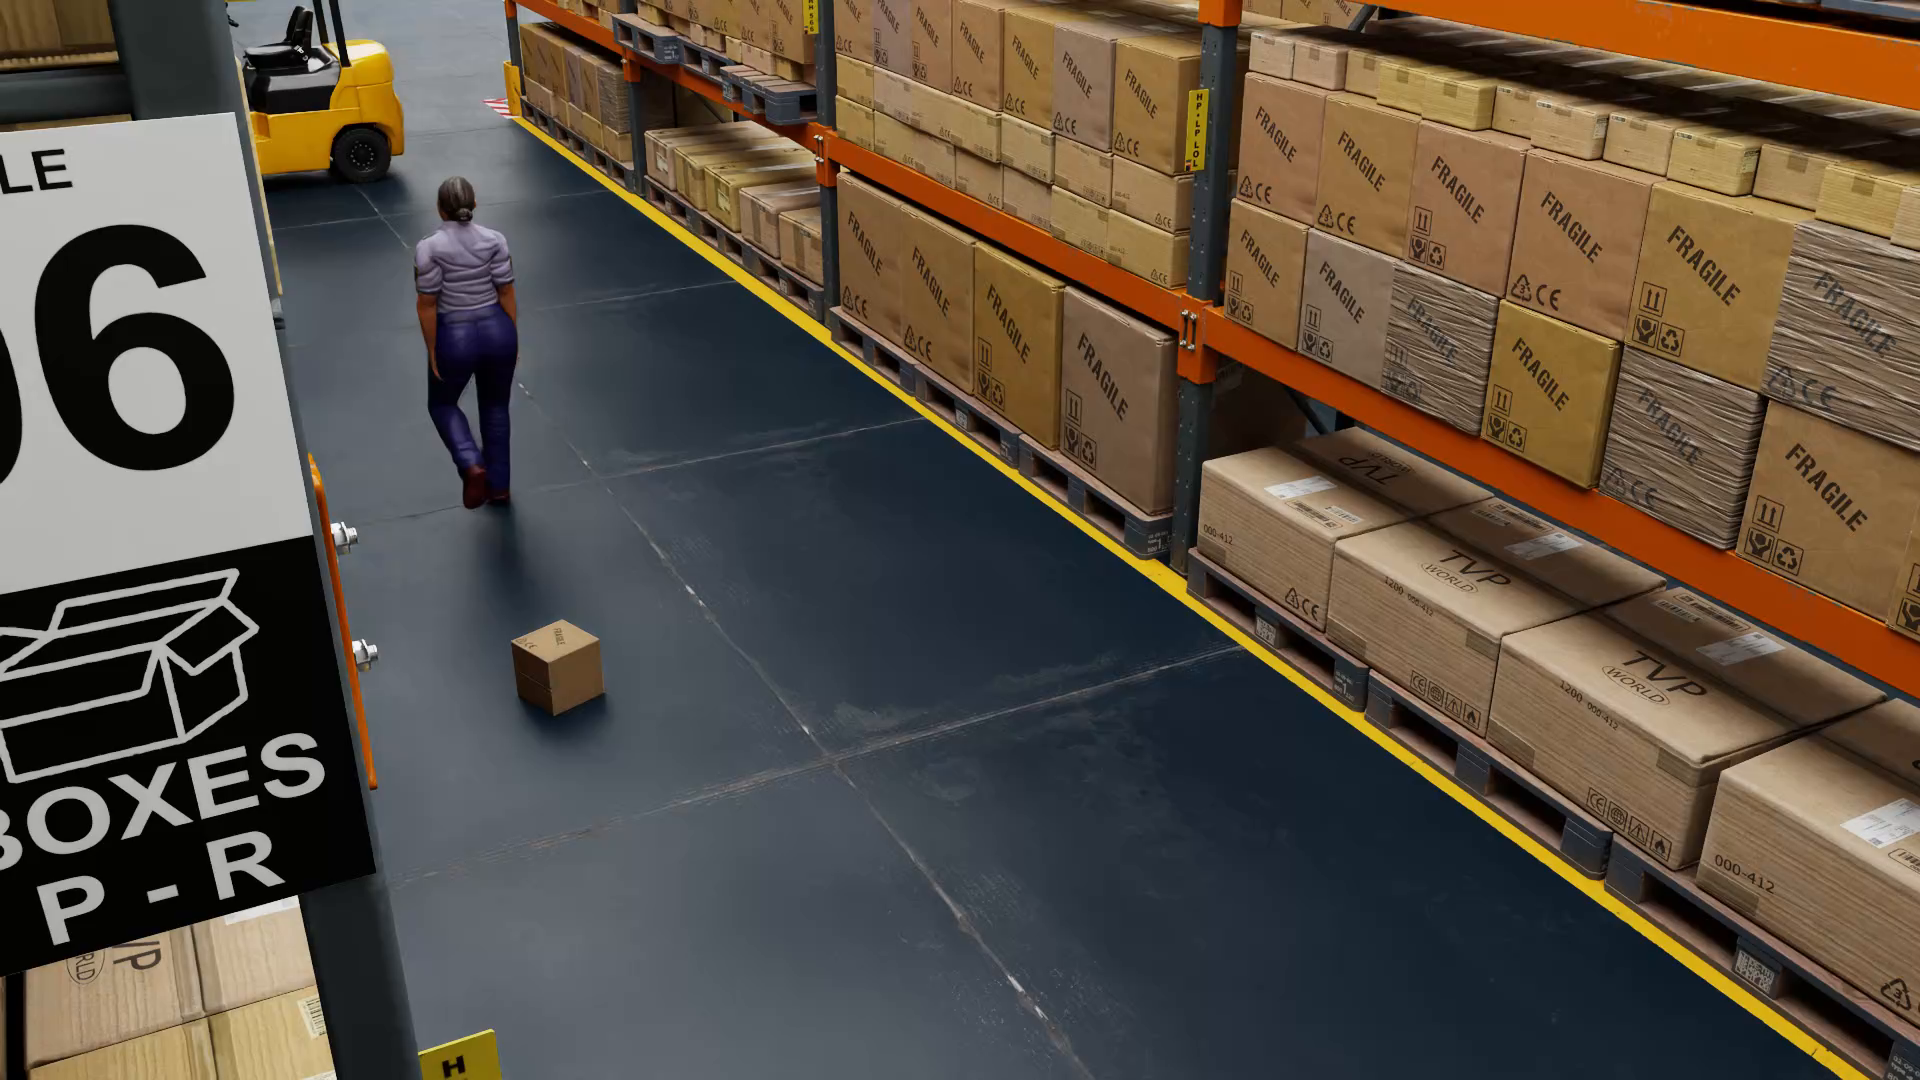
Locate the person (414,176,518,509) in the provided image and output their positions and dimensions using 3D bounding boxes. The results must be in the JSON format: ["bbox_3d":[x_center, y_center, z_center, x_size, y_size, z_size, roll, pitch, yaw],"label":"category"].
[{"bbox_3d":[-2.356,-0.937,8.039,0.472,1.620,0.478,-13,29,-26],"label":"person"}]
